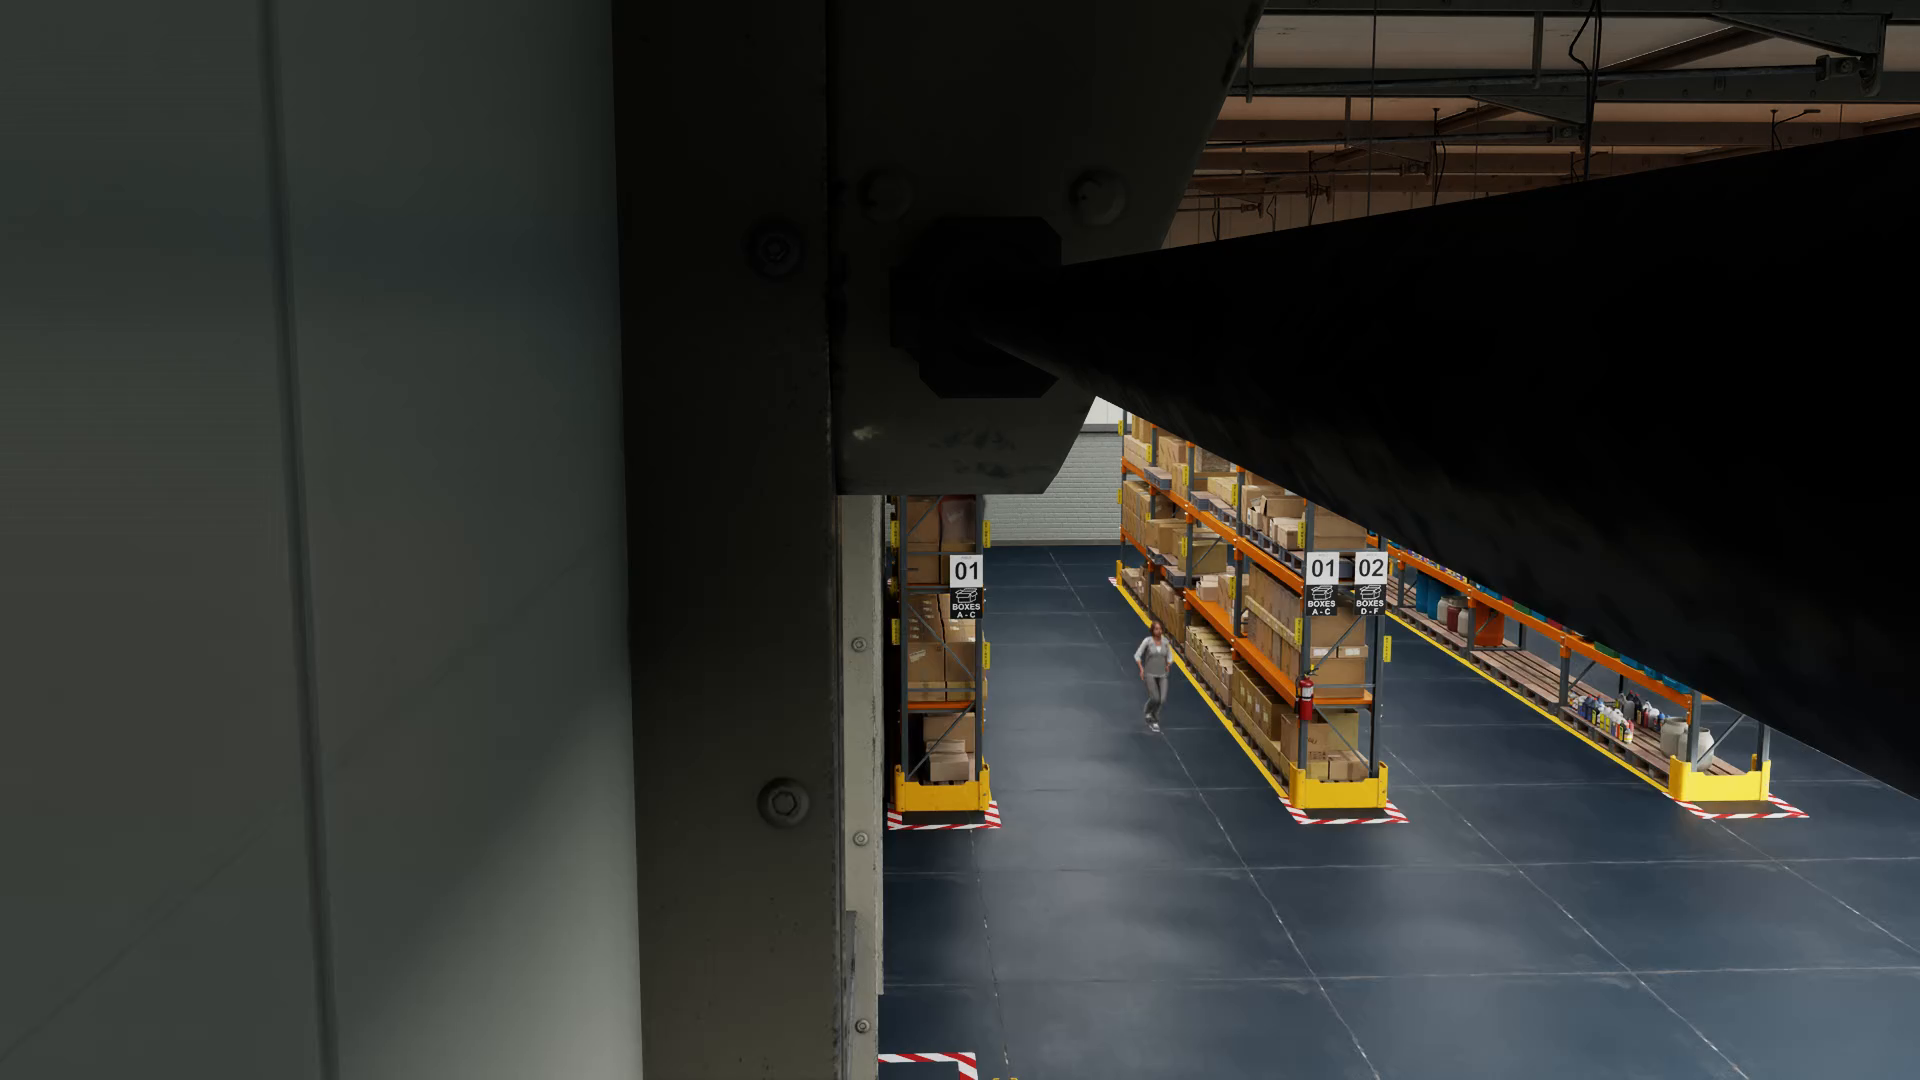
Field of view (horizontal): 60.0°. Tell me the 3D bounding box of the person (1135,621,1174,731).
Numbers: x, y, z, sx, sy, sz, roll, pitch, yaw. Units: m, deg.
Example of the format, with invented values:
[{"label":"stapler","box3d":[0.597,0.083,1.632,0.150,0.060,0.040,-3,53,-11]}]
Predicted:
[{"label":"person","box3d":[2.721,1.901,23.079,0.541,1.530,0.489,-2,9,-10]}]
